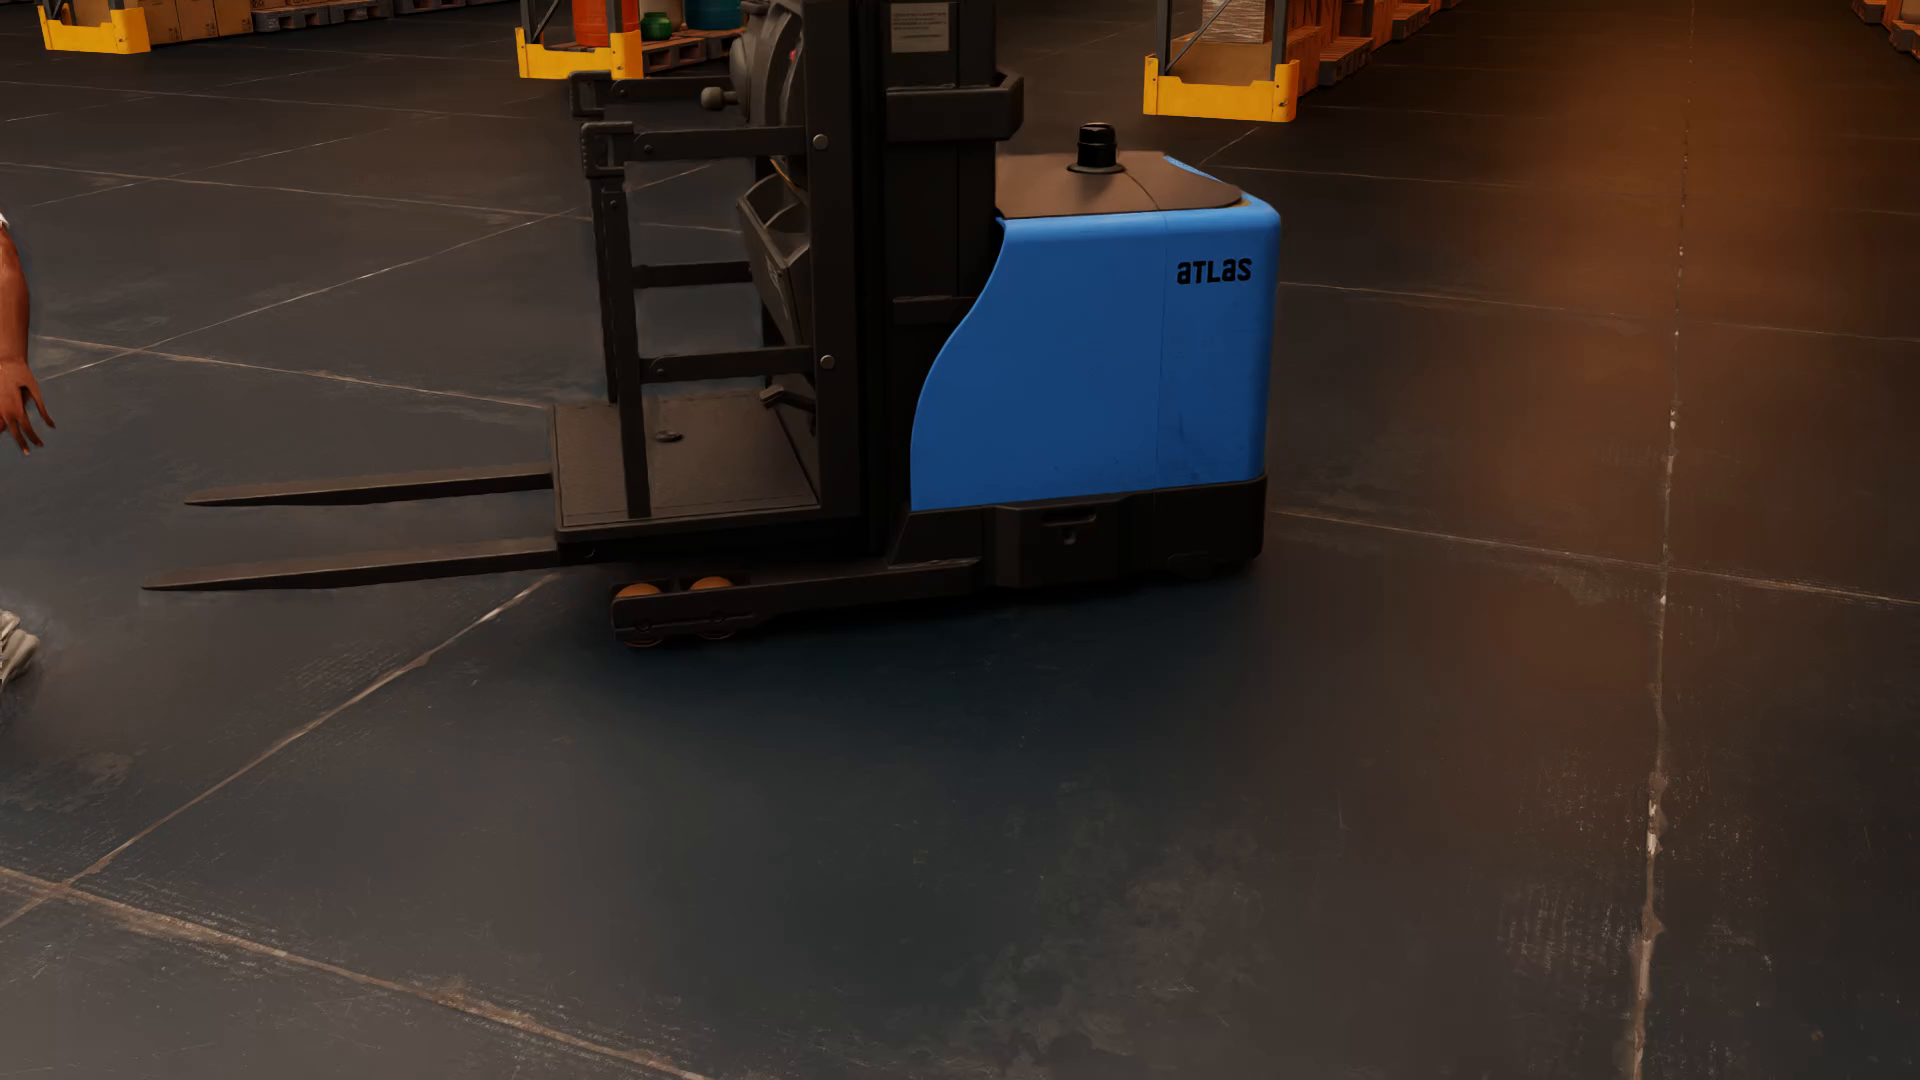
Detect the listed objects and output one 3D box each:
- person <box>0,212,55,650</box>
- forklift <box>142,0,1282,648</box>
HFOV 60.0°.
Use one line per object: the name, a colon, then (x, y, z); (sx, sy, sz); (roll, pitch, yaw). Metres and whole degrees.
person: (-2.443, -0.386, 3.779); (0.621, 1.583, 0.858); (-13, 26, -28)
forklift: (-0.692, -1.291, 4.381); (3.031, 2.935, 1.130); (-5, 23, -13)
